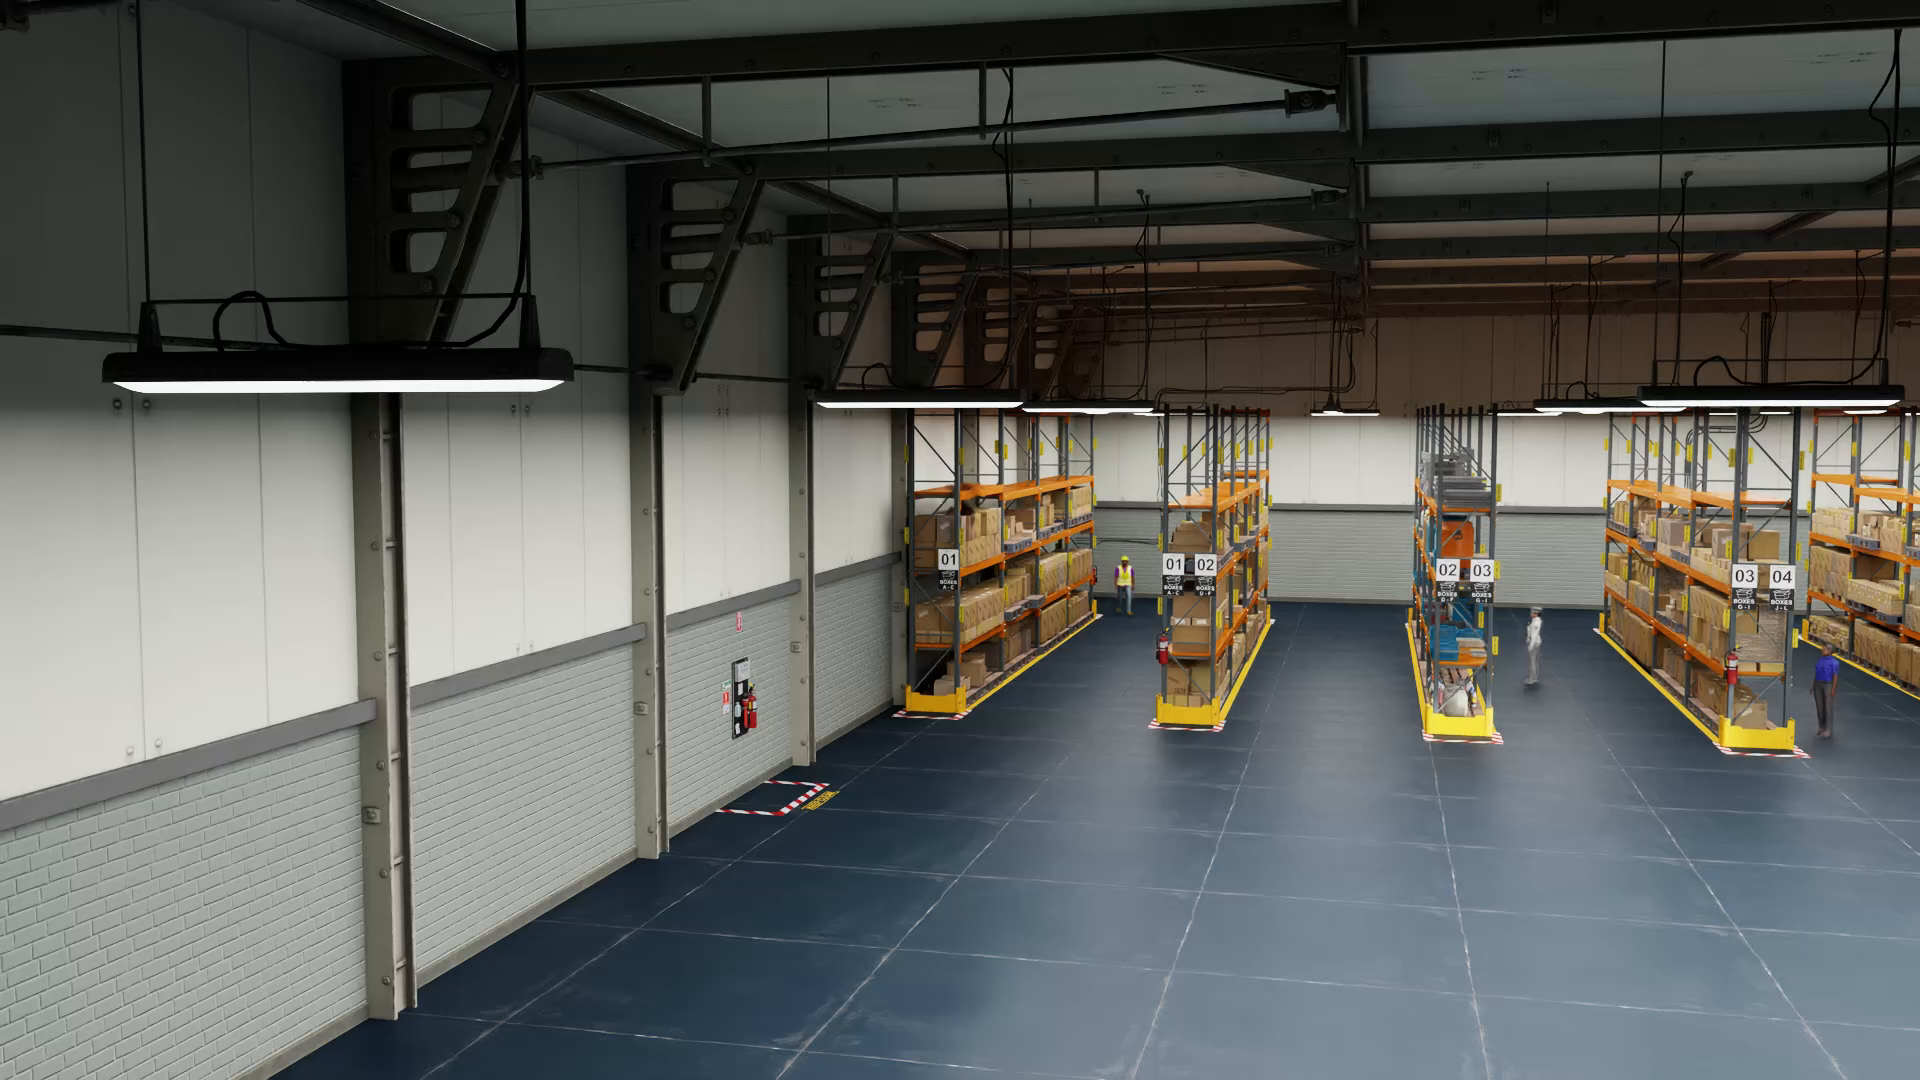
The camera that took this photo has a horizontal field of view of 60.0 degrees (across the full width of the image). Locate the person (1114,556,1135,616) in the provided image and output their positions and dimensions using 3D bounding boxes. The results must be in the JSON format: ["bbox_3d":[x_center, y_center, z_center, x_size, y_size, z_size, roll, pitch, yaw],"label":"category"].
[{"bbox_3d":[4.809,1.337,48.535,0.642,1.734,0.998,-1,4,-9],"label":"person"}]

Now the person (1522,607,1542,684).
[{"bbox_3d":[12.391,2.275,36.003,0.367,1.675,0.509,2,5,23],"label":"person"}]

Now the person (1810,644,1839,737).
[{"bbox_3d":[15.658,2.712,30.128,0.483,1.672,0.460,-3,5,-39],"label":"person"}]
